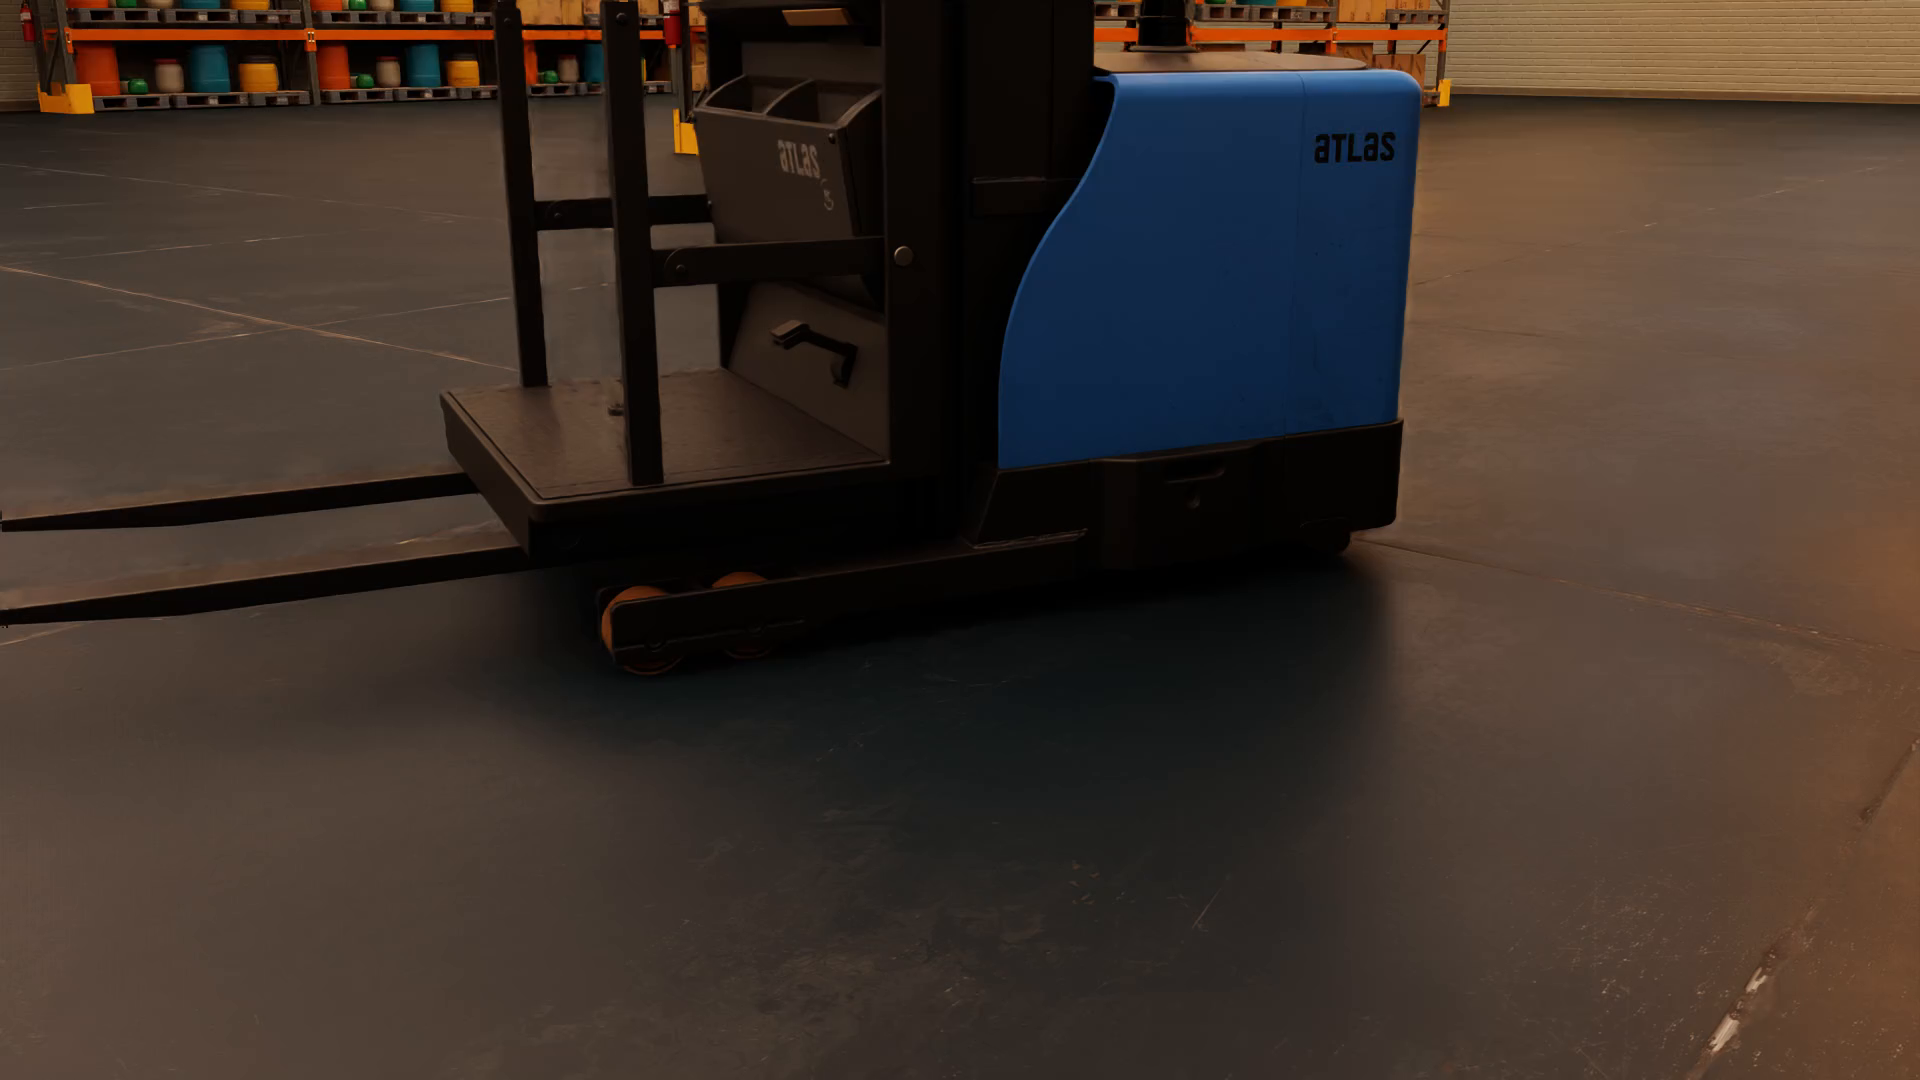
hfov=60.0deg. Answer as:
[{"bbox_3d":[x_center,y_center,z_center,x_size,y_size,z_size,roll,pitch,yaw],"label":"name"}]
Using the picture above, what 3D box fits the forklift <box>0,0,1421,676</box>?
[{"bbox_3d":[-0.547,-1.324,3.256,3.031,2.935,1.130,-8,19,-24],"label":"forklift"}]
